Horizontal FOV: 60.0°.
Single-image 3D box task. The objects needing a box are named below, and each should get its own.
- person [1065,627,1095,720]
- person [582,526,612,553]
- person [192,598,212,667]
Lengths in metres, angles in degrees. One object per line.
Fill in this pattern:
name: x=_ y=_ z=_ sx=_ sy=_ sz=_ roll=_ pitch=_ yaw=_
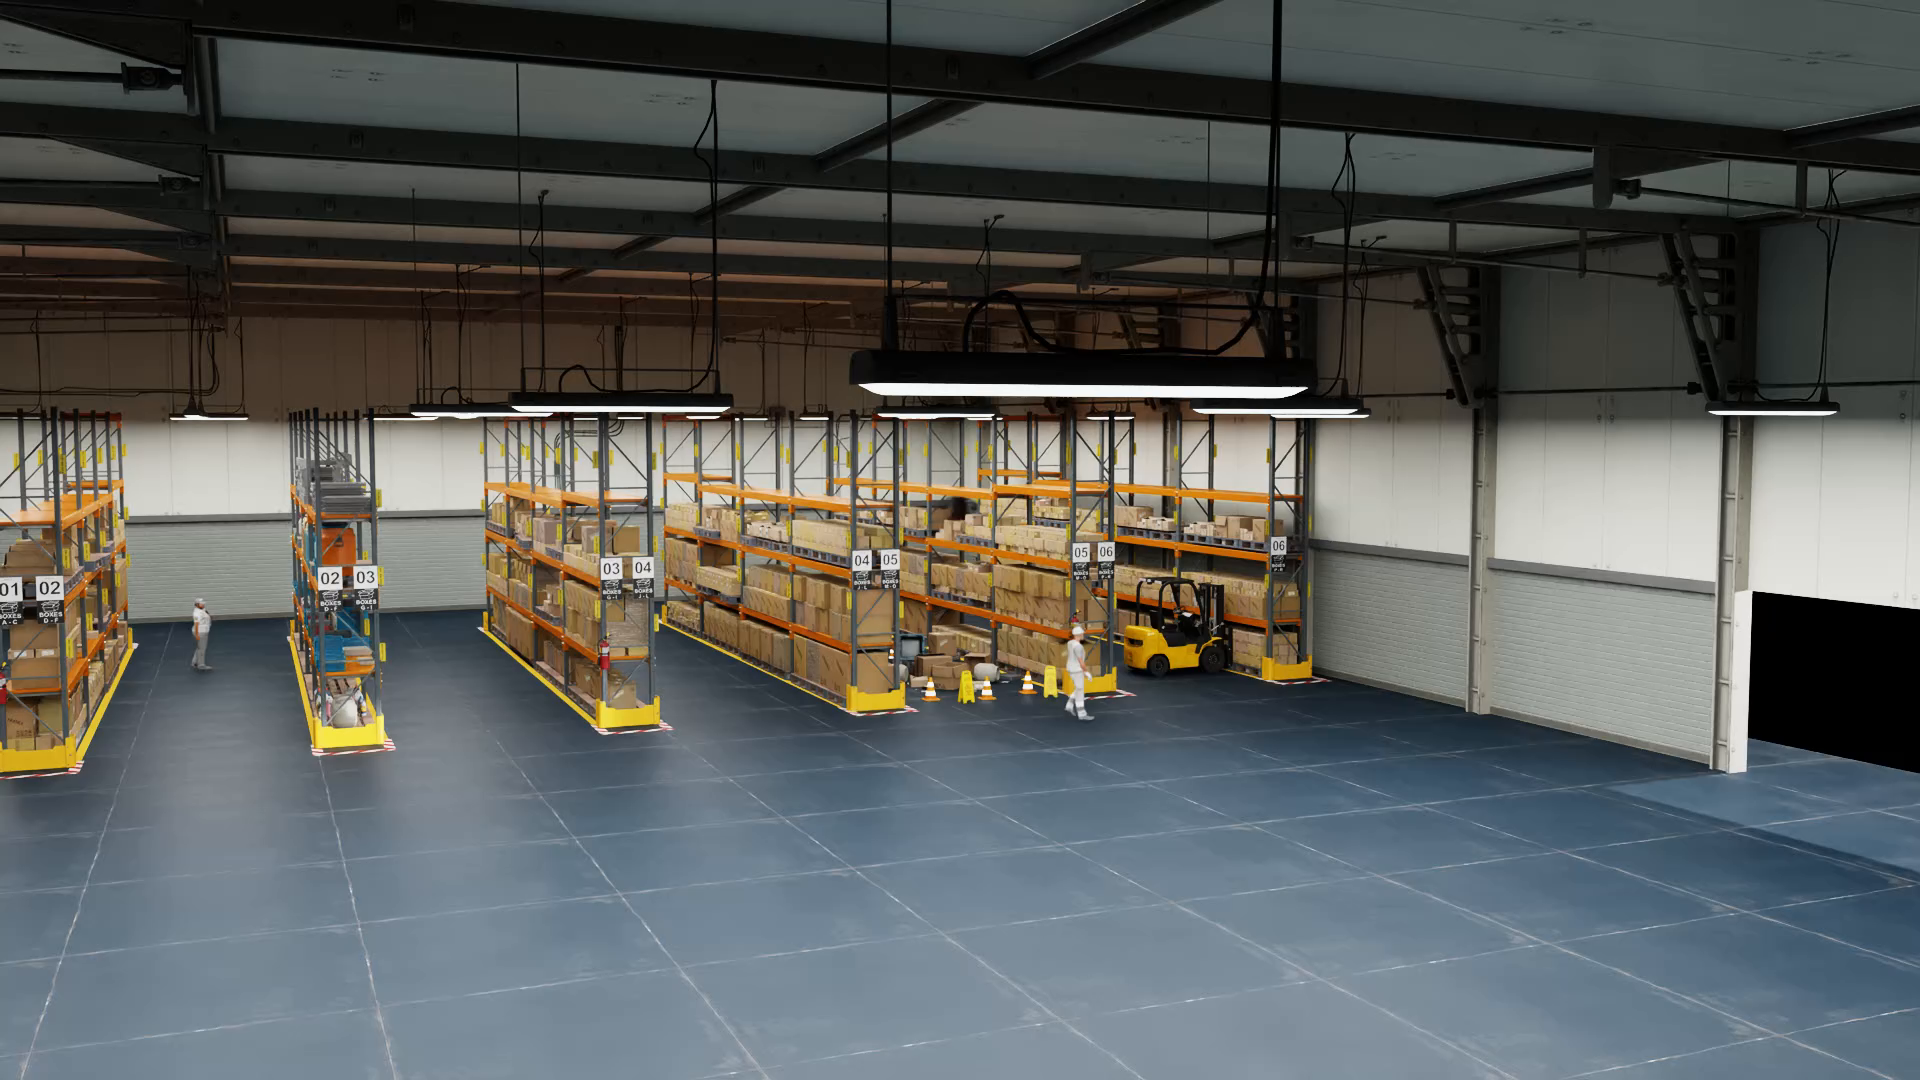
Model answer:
person: x=2.302 y=2.567 z=32.194 sx=0.509 sy=1.787 sz=0.706 roll=-1 pitch=4 yaw=-12
person: x=-3.637 y=1.038 z=40.475 sx=14.948 sy=3.685 sz=9.466 roll=-3 pitch=5 yaw=-34
person: x=-17.623 y=2.141 z=38.676 sx=0.465 sy=1.602 sz=0.498 roll=-2 pitch=5 yaw=-30
